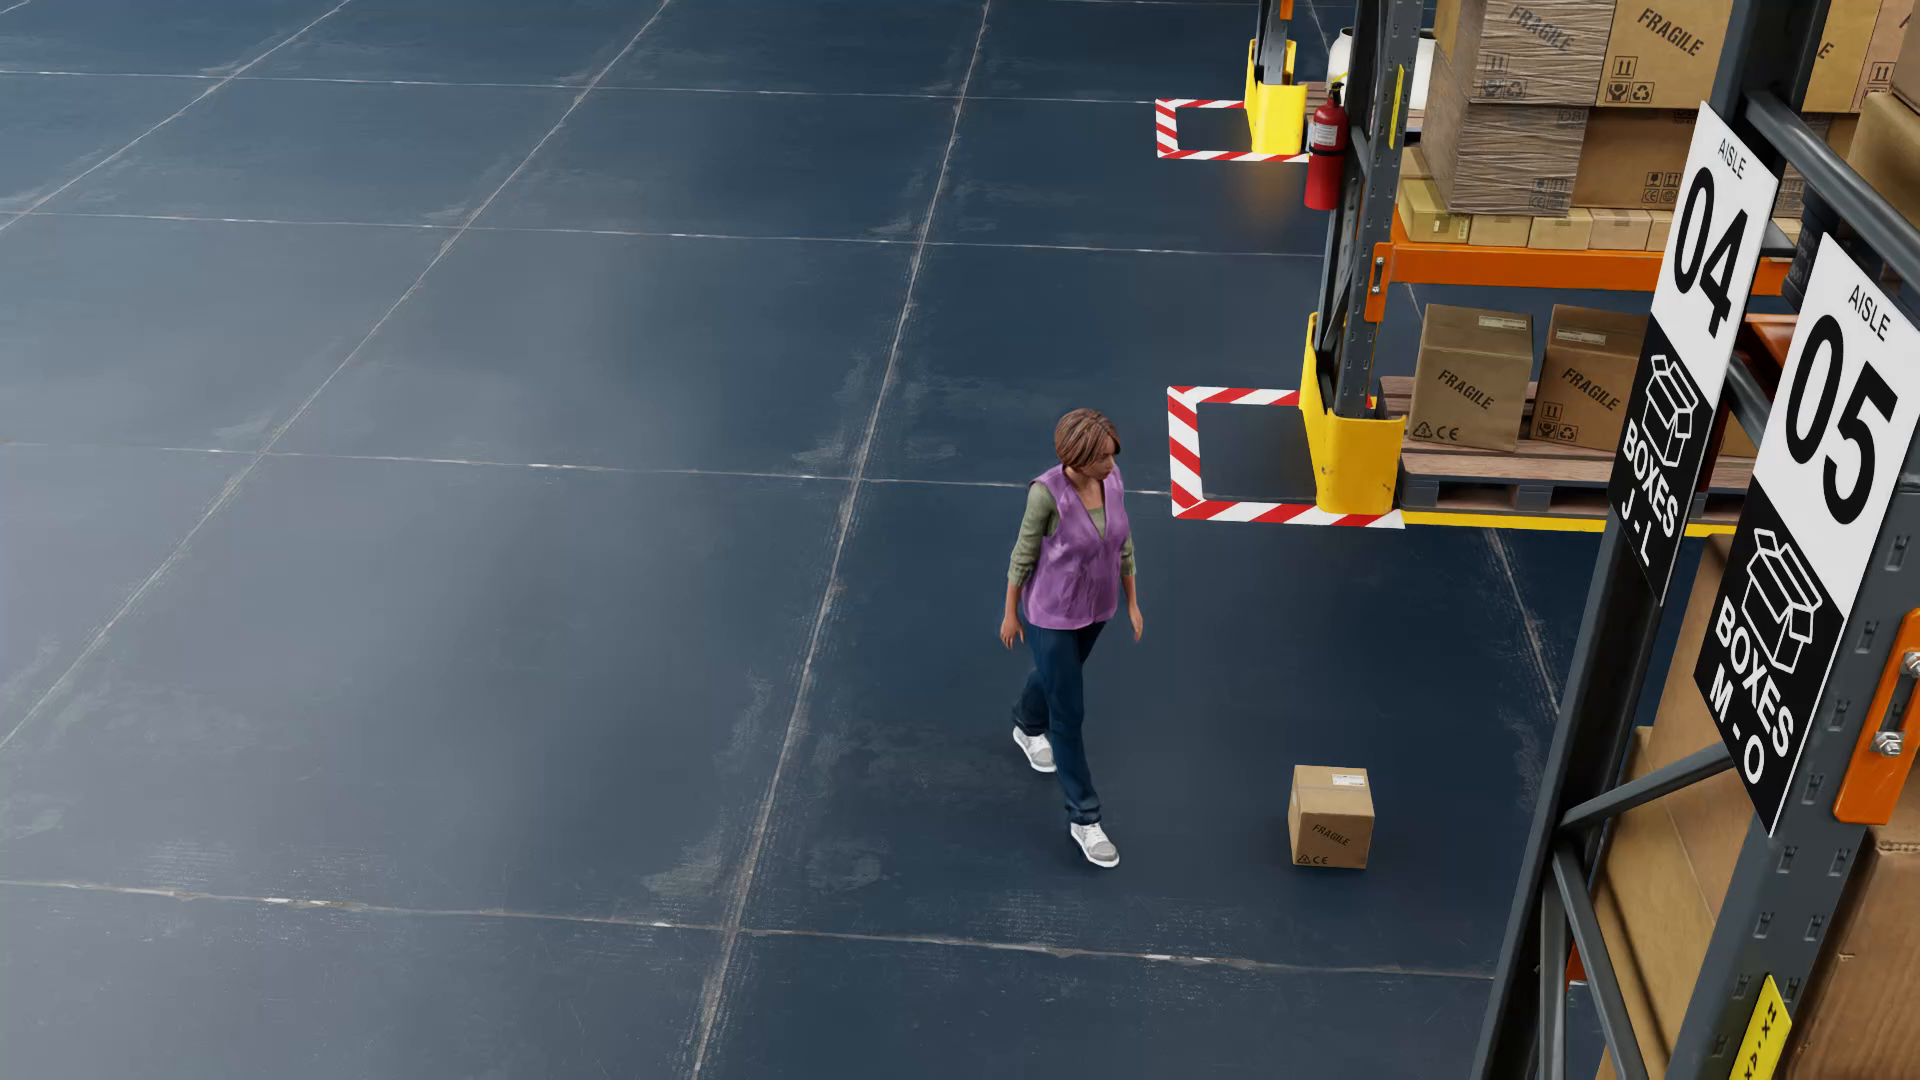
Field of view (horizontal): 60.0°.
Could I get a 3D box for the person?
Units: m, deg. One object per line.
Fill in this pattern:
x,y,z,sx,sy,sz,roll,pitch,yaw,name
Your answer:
0.429,0.273,5.700,0.467,1.567,0.826,-23,39,-32,person
